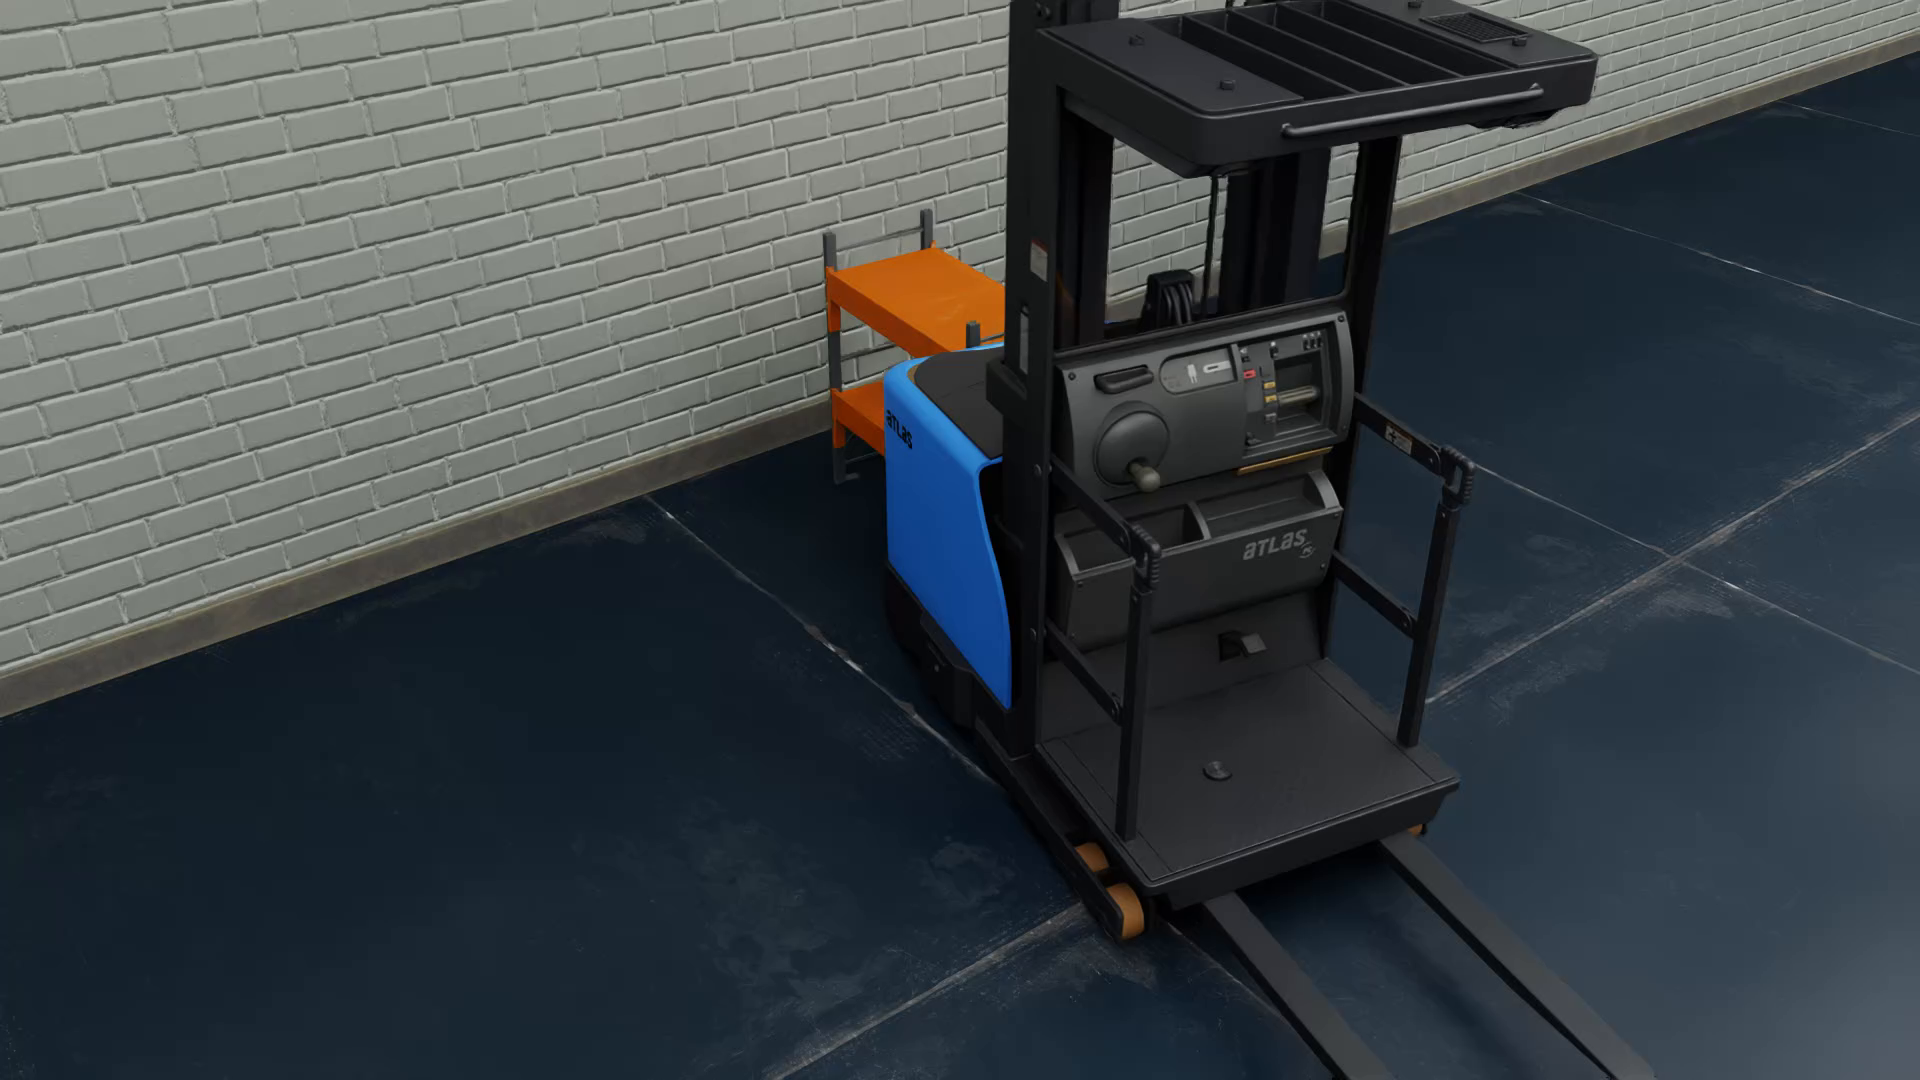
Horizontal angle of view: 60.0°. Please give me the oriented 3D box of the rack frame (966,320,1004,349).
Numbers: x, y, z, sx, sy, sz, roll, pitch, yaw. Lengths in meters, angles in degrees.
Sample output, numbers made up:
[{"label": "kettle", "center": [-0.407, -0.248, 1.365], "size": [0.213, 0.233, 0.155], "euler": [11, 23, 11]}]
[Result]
[{"label": "rack frame", "center": [0.236, -0.353, 6.252], "size": [0.500, 1.125, 0.032], "euler": [-19, 37, -28]}]

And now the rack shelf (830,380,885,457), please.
[{"label": "rack shelf", "center": [-0.045, -0.368, 6.740], "size": [0.538, 0.278, 1.000], "euler": [-19, 37, -28]}]

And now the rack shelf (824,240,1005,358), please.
[{"label": "rack shelf", "center": [-0.045, -0.825, 6.457], "size": [0.538, 0.278, 1.000], "euler": [-19, 37, -28]}]

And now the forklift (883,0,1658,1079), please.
[{"label": "forklift", "center": [0.803, -0.338, 4.516], "size": [1.130, 2.935, 3.031], "euler": [-14, 34, -21]}]

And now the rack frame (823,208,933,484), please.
[{"label": "rack frame", "center": [-0.327, -0.799, 6.971], "size": [0.500, 1.125, 0.032], "euler": [-19, 37, -28]}]

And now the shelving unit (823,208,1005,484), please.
[{"label": "shelving unit", "center": [-0.045, -0.576, 6.611], "size": [0.538, 1.125, 1.048], "euler": [-19, 37, -28]}]
